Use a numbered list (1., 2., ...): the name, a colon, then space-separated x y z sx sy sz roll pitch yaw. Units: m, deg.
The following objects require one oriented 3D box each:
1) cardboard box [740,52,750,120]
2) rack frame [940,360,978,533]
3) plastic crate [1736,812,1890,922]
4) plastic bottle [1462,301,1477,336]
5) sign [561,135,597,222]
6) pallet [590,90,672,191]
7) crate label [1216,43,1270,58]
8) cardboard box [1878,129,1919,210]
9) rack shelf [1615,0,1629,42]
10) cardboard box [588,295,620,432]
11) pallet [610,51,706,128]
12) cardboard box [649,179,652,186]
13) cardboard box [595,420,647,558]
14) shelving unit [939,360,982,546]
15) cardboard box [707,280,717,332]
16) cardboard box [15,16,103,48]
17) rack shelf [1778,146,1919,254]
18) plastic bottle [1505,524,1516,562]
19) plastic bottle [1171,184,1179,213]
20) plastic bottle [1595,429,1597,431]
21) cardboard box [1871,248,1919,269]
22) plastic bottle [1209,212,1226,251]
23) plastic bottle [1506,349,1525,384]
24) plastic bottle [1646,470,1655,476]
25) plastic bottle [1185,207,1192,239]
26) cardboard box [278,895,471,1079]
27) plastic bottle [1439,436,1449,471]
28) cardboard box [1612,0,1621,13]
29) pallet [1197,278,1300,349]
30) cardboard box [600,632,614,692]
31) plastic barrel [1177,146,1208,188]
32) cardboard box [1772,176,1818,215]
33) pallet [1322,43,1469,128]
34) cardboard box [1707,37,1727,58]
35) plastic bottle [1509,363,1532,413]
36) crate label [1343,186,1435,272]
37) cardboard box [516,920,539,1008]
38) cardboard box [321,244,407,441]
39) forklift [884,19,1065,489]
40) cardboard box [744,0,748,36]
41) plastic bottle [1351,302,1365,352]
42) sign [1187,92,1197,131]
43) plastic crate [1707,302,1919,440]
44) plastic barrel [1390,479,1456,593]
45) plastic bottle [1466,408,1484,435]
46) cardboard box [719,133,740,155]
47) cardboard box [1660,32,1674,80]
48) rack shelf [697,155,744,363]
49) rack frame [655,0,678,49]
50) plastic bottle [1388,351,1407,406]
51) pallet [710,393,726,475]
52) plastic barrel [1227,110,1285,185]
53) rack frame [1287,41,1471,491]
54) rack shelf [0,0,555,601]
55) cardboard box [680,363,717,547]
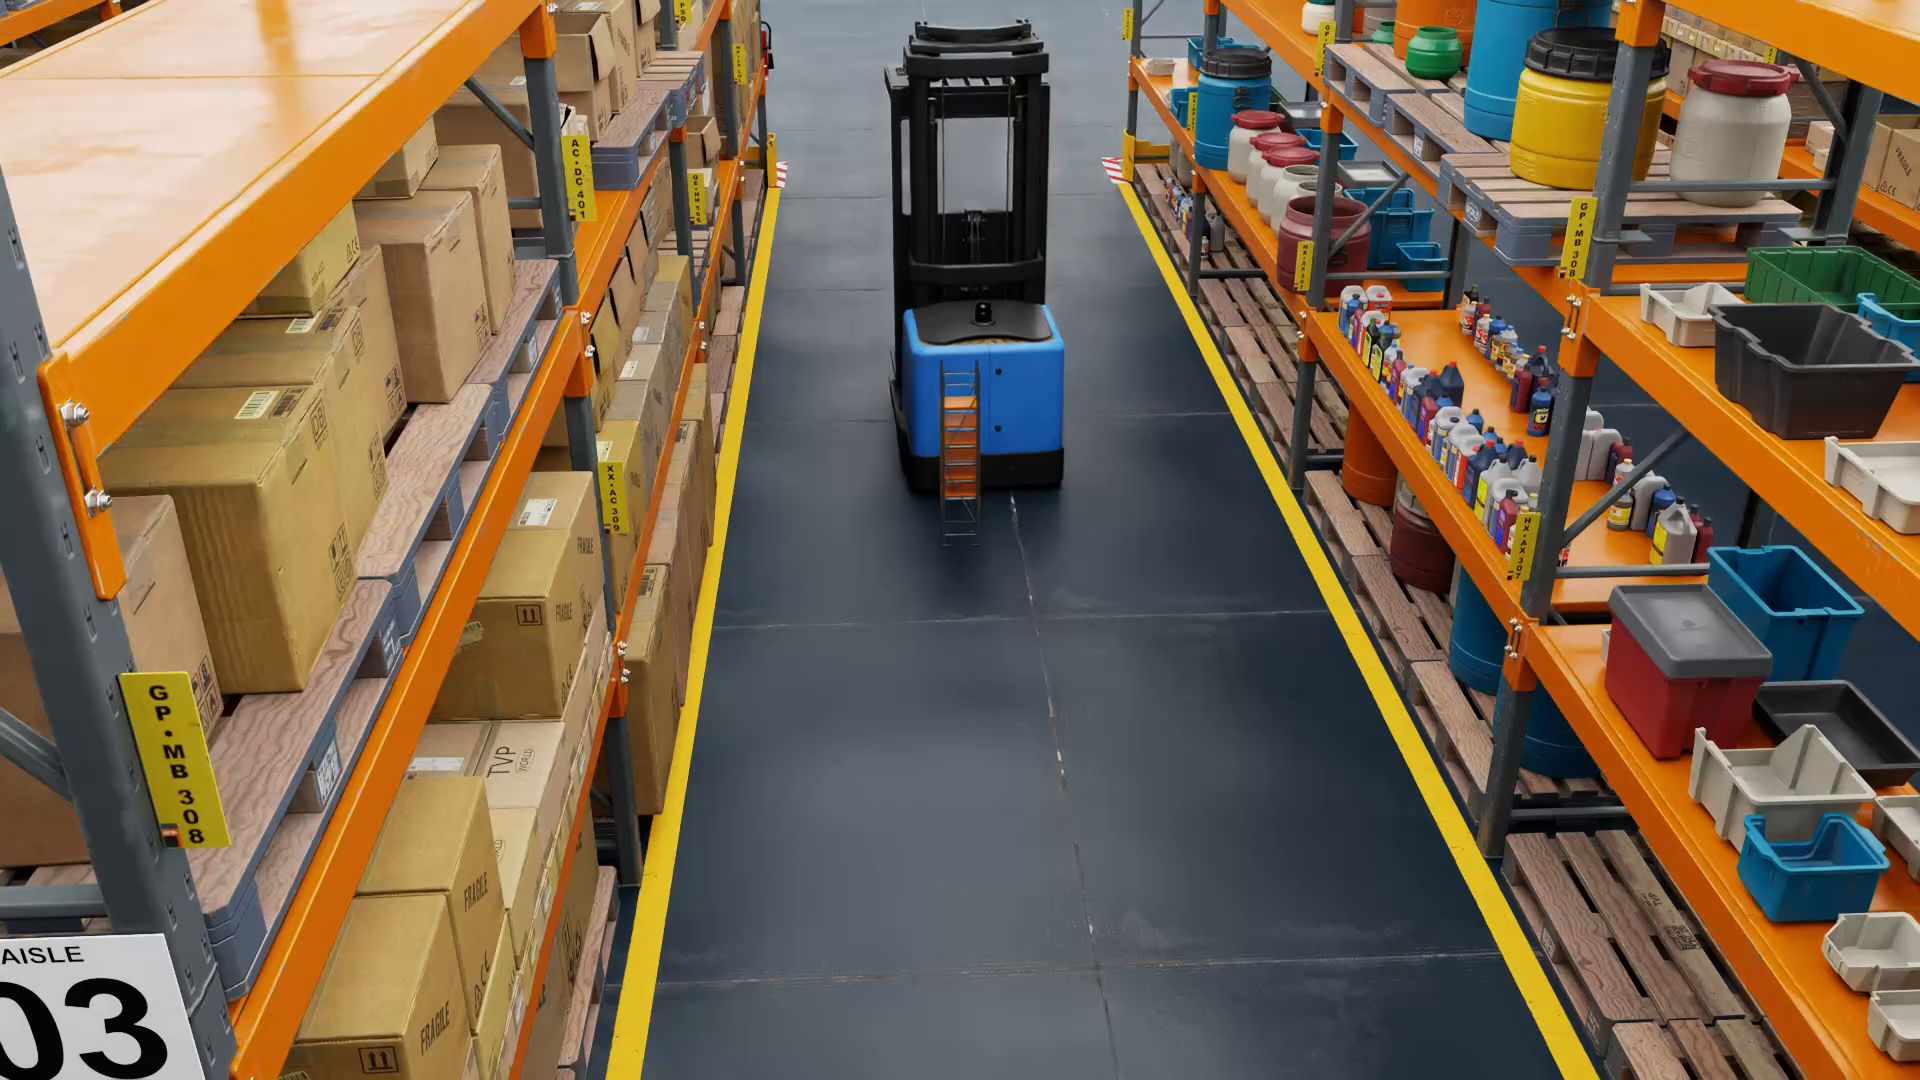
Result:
1. cardboard box: -2.345 -4.052 14.845 0.875 0.500 0.500 -1 28 -3
2. rack frame: -0.006 -0.581 10.566 0.240 1.200 0.006 -1 28 -3
3. plastic crate: 2.817 1.093 5.526 0.416 0.233 0.300 -1 28 -3
4. plastic bottle: 3.197 -1.388 10.383 0.097 0.201 0.097 0 28 0
5. sign: -1.421 -1.348 6.203 0.100 0.325 0.005 -1 28 -3
6. pallet: -2.036 -2.021 8.342 1.003 0.211 1.213 0 28 0
7. crate label: 2.711 -4.573 16.237 0.502 0.435 0.616 -1 28 -3
8. cardboard box: 7.578 -2.886 12.932 0.500 0.500 0.500 -1 28 -3
9. rack shelf: 2.867 -2.947 7.879 1.077 0.370 4.000 -1 28 -3
10. cardboard box: -2.041 -0.841 7.926 0.797 0.503 0.637 -1 28 -2
11. pallet: -2.097 -2.537 9.332 1.213 0.211 1.003 0 28 0
12. cardboard box: -2.252 -2.066 10.905 0.500 0.500 0.500 -5 28 -9
13. cardboard box: -1.776 -0.235 7.848 0.500 0.500 0.500 -1 28 -3
14. shelving unit: -0.001 -0.539 10.485 0.258 1.200 0.189 -1 28 -3
15. cardboard box: -2.376 -2.016 13.599 0.700 0.500 0.500 -2 28 -3
16. cardboard box: -7.336 -4.078 13.995 0.875 0.550 0.550 -1 28 -3
17. rack shelf: 7.605 -2.429 12.942 1.077 0.370 4.000 -1 28 -3
18. plastic bottle: 2.595 0.002 7.718 0.097 0.201 0.097 0 28 0
19. plastic bottle: 2.146 -3.383 16.468 0.097 0.271 0.097 0 28 0
20. plastic bottle: 3.301 -0.476 8.634 0.097 0.201 0.097 0 28 0
21. cardboard box: 7.865 -2.237 13.708 0.500 0.311 0.500 -1 28 -3
22. plastic bottle: 2.376 -2.868 15.395 0.144 0.351 0.185 -1 28 -3
23. plastic bottle: 3.240 -1.012 9.662 0.097 0.201 0.097 0 28 0
24. plastic bottle: 3.330 -0.249 8.122 0.097 0.271 0.097 0 28 0
25. plastic bottle: 2.172 -2.998 15.716 0.061 0.283 0.133 0 28 1
26. cardboard box: -1.547 1.250 4.138 0.500 0.500 0.500 -2 28 -4
27. plastic bottle: 2.542 -0.462 8.607 0.097 0.201 0.097 0 28 0
28. cardboard box: 7.097 -5.665 17.558 0.380 0.149 0.250 -2 28 -3
29. pallet: 2.633 -1.956 14.272 1.003 0.211 1.213 -1 28 -3
30. cardboard box: -1.632 0.504 6.811 0.380 0.149 0.250 -1 28 -2
31. plastic barrel: 2.482 -3.951 17.317 0.421 0.512 0.421 0 28 0
32. cardboard box: 7.789 -3.193 15.337 0.500 0.500 0.500 -1 28 -3
33. pallet: 2.705 -2.597 9.447 1.003 0.211 1.213 -1 28 -3
34. cardboard box: 7.221 -4.594 15.505 0.380 0.149 0.250 -2 28 -3
35. plastic bottle: 3.135 -0.862 9.285 0.061 0.283 0.133 -1 28 -3
36. crate label: 2.981 -2.188 11.663 0.502 0.435 0.616 -1 28 -3
37. cardboard box: -1.537 1.337 5.215 0.380 0.149 0.250 -2 28 -4
38. cardboard box: -1.965 -0.491 4.535 0.700 0.500 0.500 0 28 0
39. forklift: 0.044 -2.296 11.982 1.130 2.935 3.031 -3 28 -5
40. cardboard box: -2.253 -4.960 15.506 0.500 0.500 0.500 -1 28 -3
41. plastic bottle: 2.434 -1.294 10.114 0.061 0.283 0.133 -1 28 -3
42. sign: 2.004 -3.668 14.241 0.100 0.325 0.005 -1 28 -3
43. plastic crate: 2.762 -0.551 5.461 0.497 0.269 0.590 -1 28 -3
44. plastic barrel: 2.864 -0.077 9.807 0.600 0.588 0.708 -1 28 -3
45. plastic bottle: 2.687 -0.559 8.717 0.097 0.271 0.097 0 28 0
46. cardboard box: -2.103 -3.429 14.353 0.380 0.149 0.250 -1 28 -3
47. cardboard box: 7.356 -4.876 16.746 0.700 0.500 0.500 -1 28 -2
48. rack shelf: -2.288 -2.192 12.486 1.077 0.370 4.000 -1 28 -3
49. rack frame: -2.184 -4.247 9.162 1.000 3.000 0.127 -1 28 -3
50. plastic bottle: 2.477 -0.913 9.382 0.061 0.283 0.133 -1 28 -3
51. pallet: -2.223 -0.712 11.886 1.003 0.211 1.213 -1 28 -3
52. plastic barrel: 2.385 -3.167 13.432 0.433 0.535 0.433 0 28 0
53. rack frame: 2.763 -1.707 10.779 1.000 3.000 0.127 -1 28 -3
54. rack shelf: -1.870 -0.980 4.108 1.077 0.370 4.000 -1 28 -3
55. cardboard box: -2.168 -0.512 10.331 1.225 0.875 0.875 -3 28 -5
